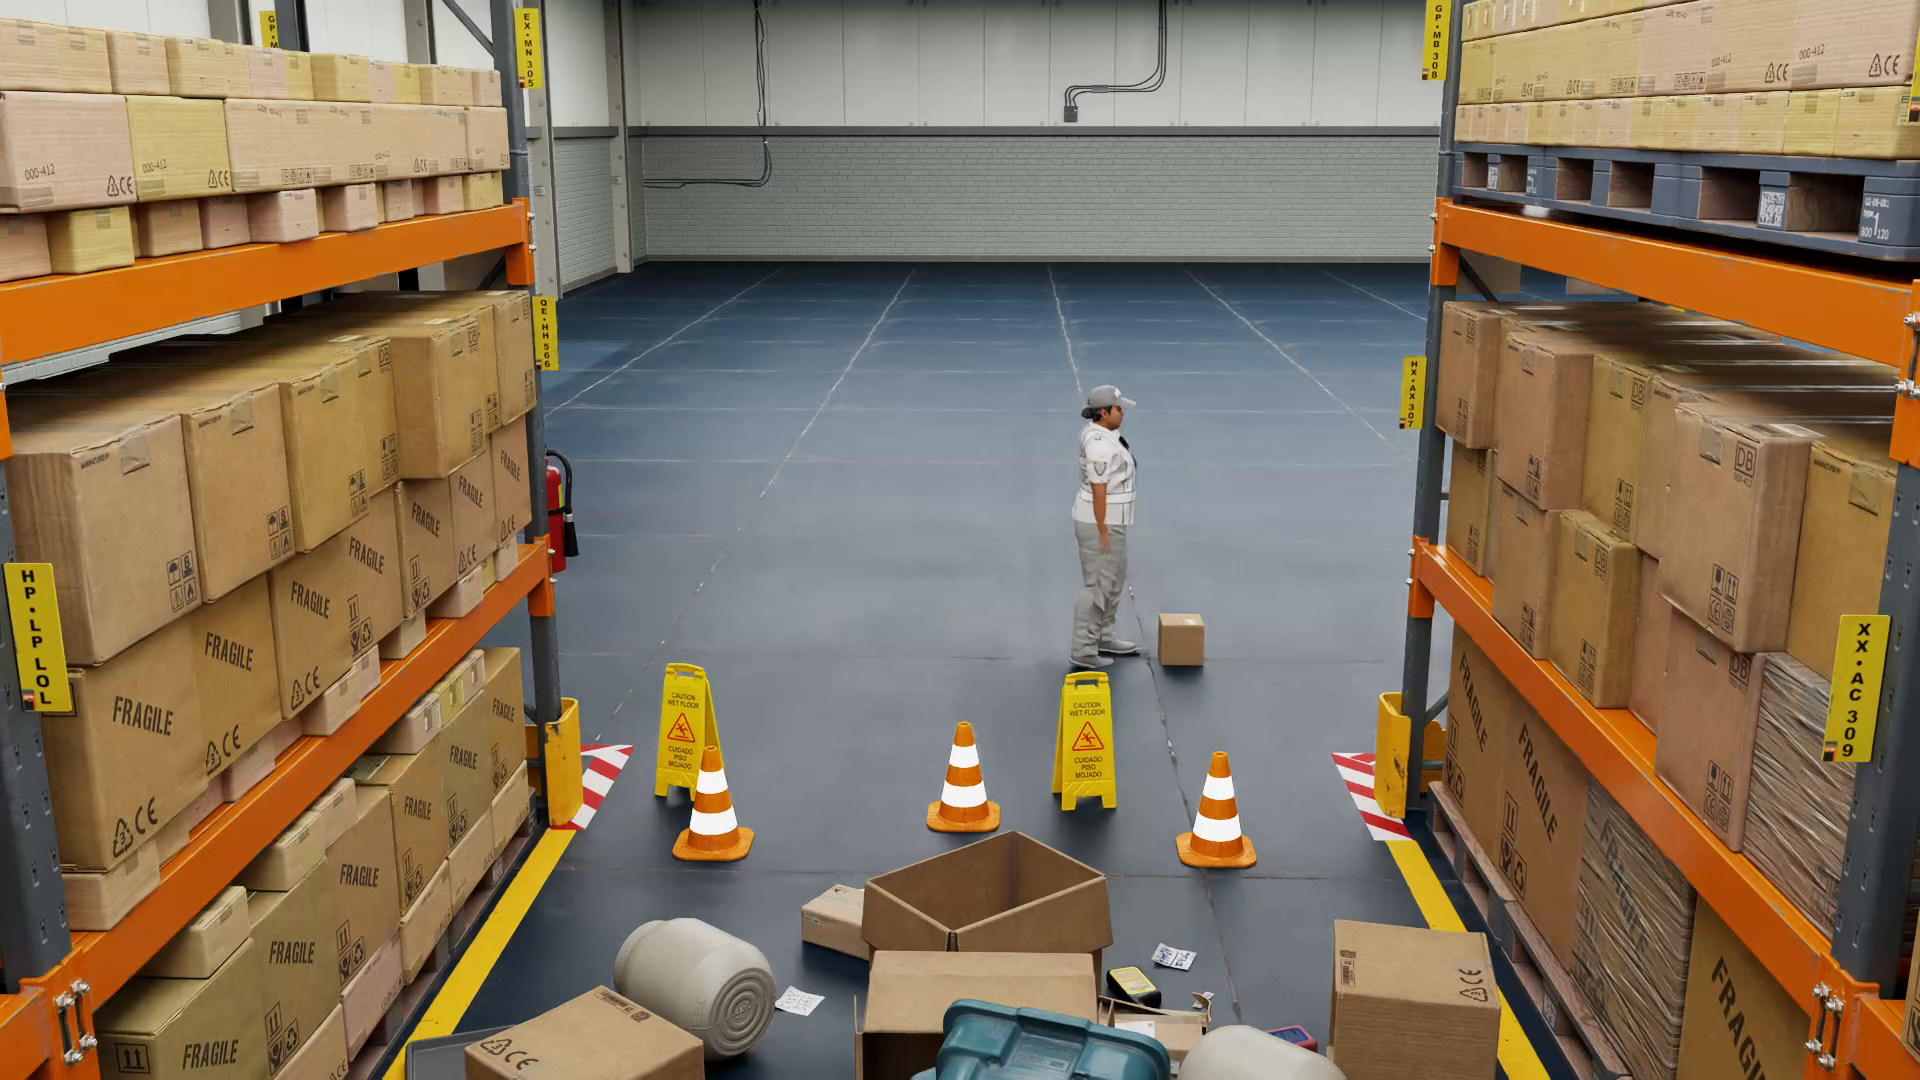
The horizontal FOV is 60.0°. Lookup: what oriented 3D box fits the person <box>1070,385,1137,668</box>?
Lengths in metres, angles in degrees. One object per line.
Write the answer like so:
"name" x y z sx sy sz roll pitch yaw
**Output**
"person" 0.869 -0.079 9.873 0.413 1.688 0.474 1 14 3
